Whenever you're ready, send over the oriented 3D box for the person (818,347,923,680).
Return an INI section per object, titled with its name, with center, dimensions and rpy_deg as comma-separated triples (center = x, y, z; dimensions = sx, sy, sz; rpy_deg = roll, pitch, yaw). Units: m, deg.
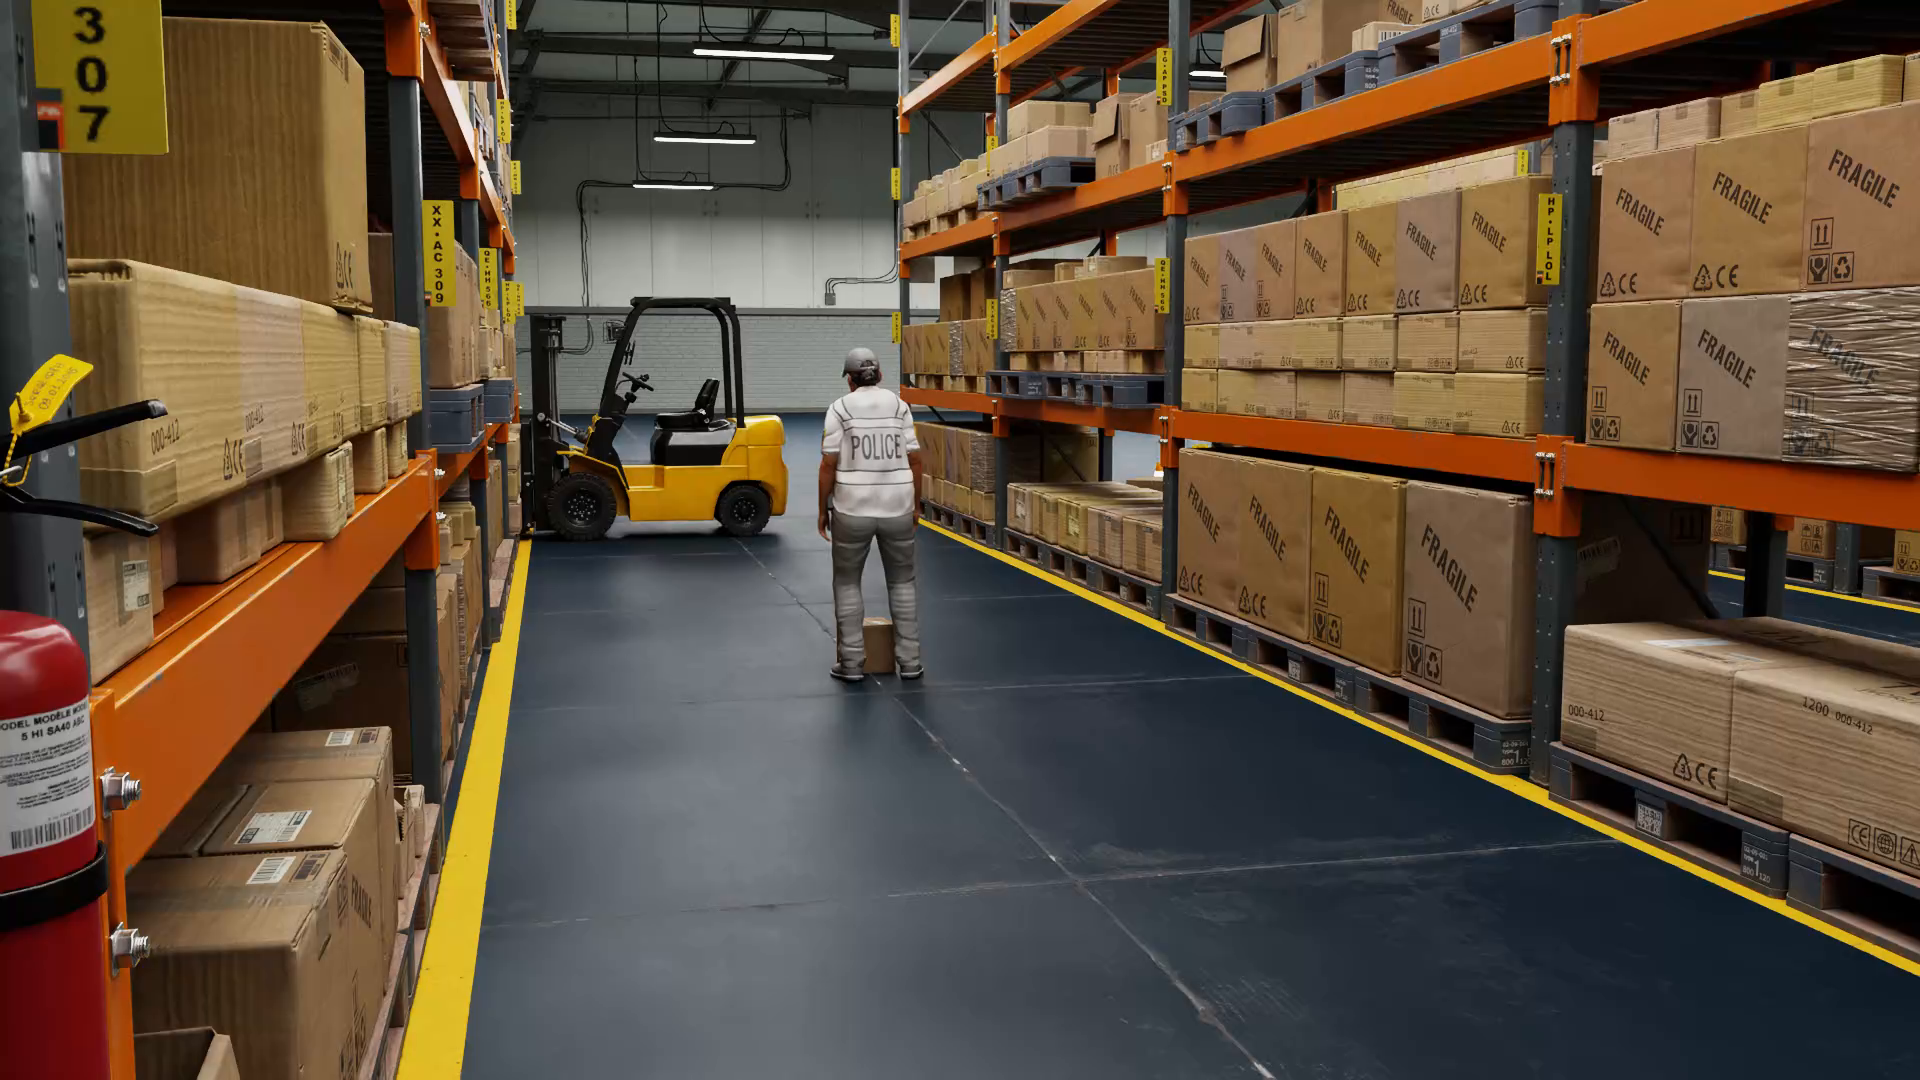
[person]
center = -0.442, -0.132, 8.360
dimensions = 0.560, 1.667, 0.466
rpy_deg = -2, 6, -16
